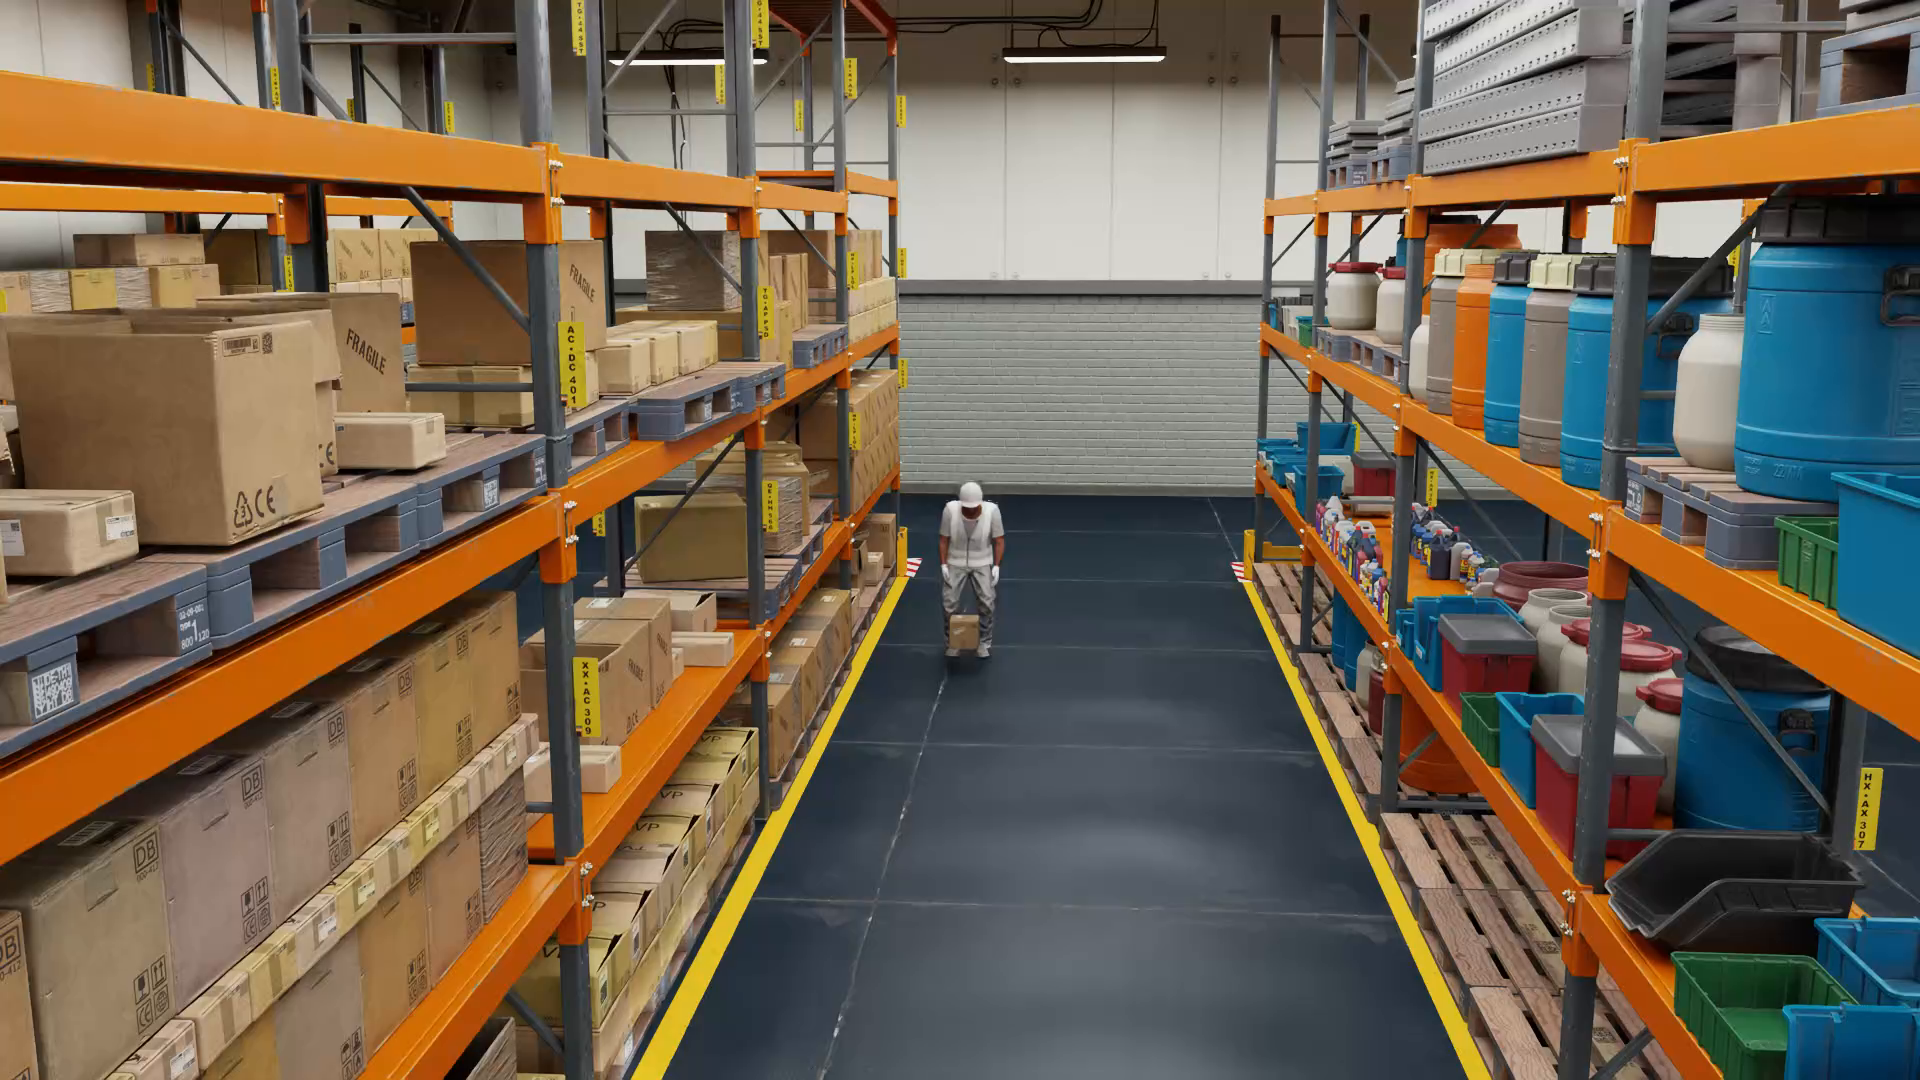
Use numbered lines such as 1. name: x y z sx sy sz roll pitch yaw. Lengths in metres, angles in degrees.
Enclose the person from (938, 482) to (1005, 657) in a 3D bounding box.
1. person: 0.106 0.251 14.970 0.596 1.624 0.606 1 11 5
